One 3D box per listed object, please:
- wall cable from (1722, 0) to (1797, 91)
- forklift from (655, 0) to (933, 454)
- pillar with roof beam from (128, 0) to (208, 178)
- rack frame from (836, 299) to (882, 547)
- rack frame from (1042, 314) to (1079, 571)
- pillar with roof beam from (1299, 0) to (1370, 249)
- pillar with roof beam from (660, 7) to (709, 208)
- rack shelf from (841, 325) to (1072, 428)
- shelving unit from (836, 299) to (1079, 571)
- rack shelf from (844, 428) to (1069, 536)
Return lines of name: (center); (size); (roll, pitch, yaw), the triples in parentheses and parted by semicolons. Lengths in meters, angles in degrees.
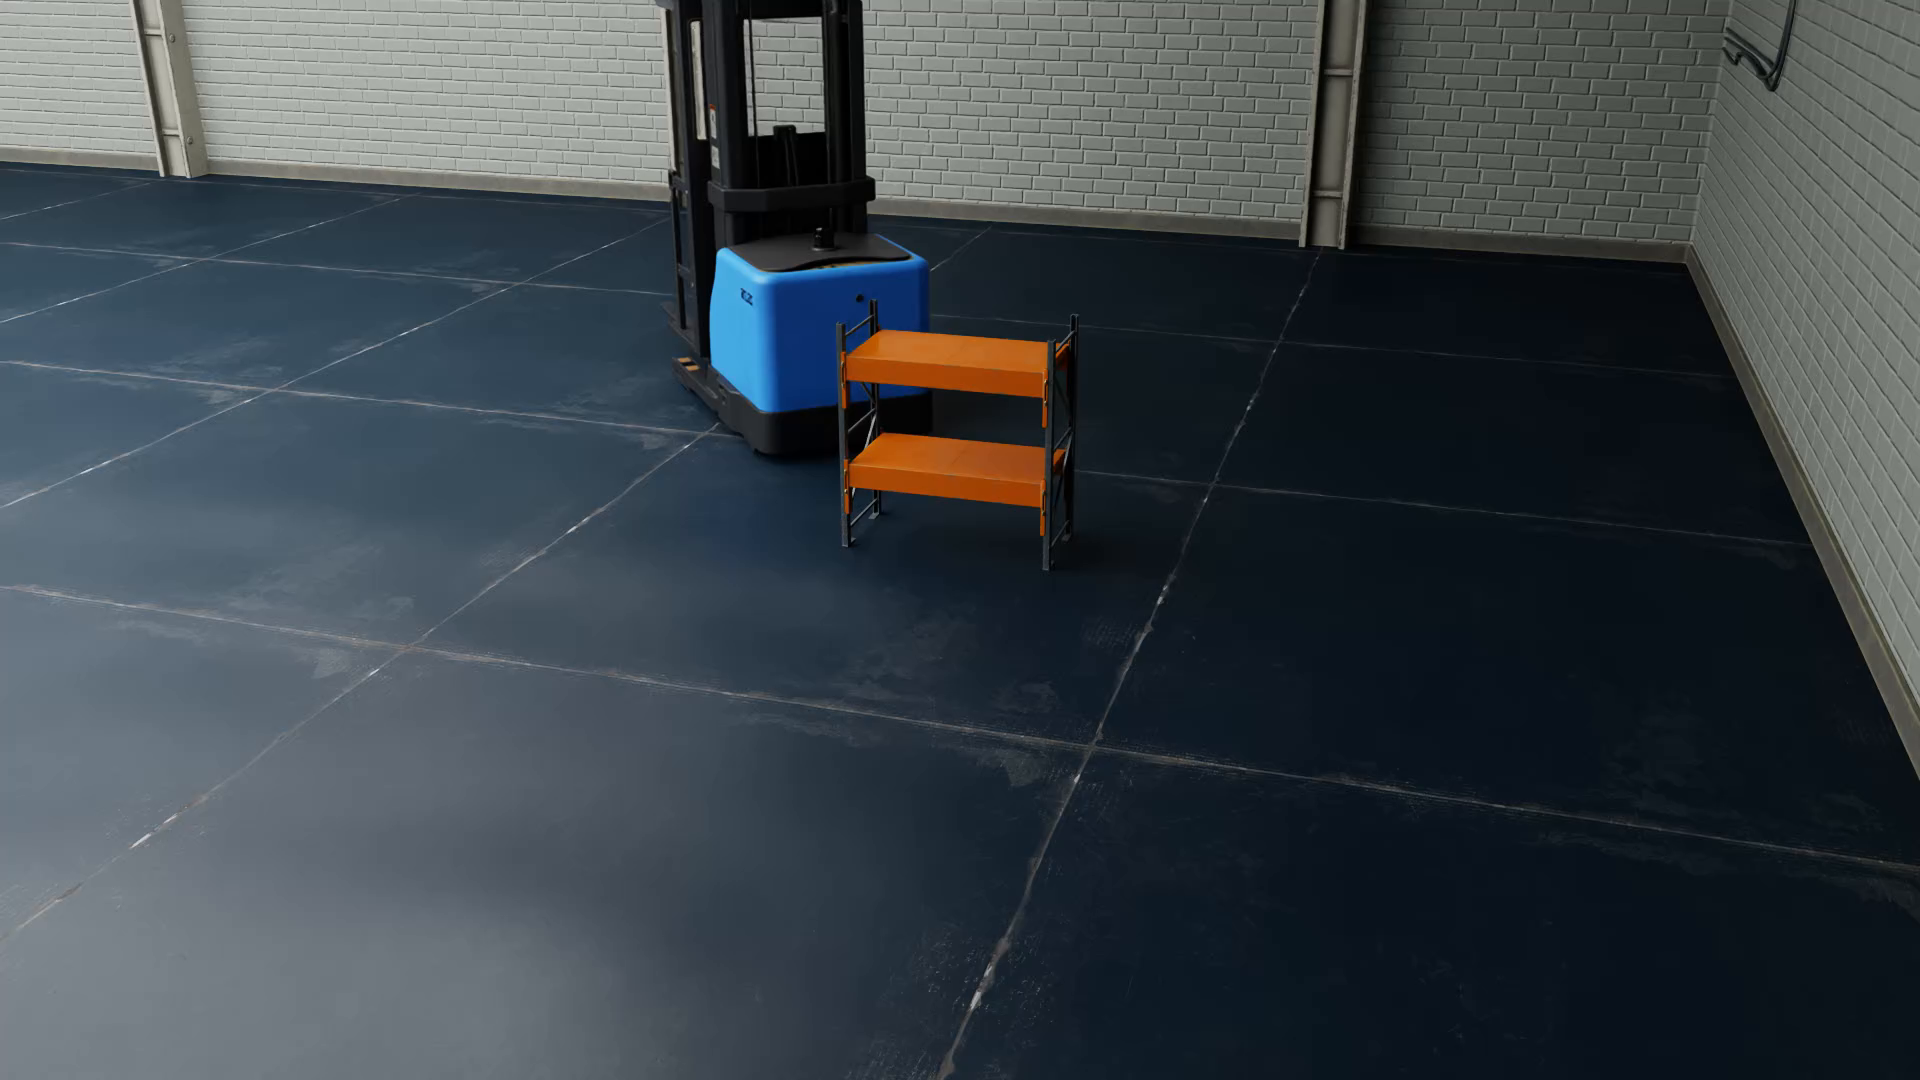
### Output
wall cable: (5.631, -4.519, 11.522); (0.112, 2.526, 3.097); (7, 23, 16)
forklift: (-1.211, -2.358, 10.157); (1.130, 2.935, 3.031); (-9, 24, -22)
pillar with roof beam: (-9.539, -6.511, 12.285); (0.400, 9.000, 9.100); (7, 23, 16)
rack frame: (-0.493, -0.577, 8.194); (0.032, 1.125, 0.500); (7, 23, 16)
rack frame: (0.480, -0.465, 7.922); (0.032, 1.125, 0.500); (7, 23, 16)
pillar with roof beam: (1.949, -5.195, 9.078); (0.400, 9.000, 9.100); (7, 23, 16)
pillar with roof beam: (-3.795, -5.853, 10.682); (0.400, 9.000, 9.100); (7, 23, 16)
rack shelf: (-0.006, -0.792, 7.947); (1.000, 0.278, 0.538); (7, 23, 16)
shelving unit: (-0.006, -0.521, 8.058); (1.048, 1.125, 0.538); (7, 23, 16)
rack shelf: (-0.006, -0.295, 8.151); (1.000, 0.278, 0.538); (7, 23, 16)
